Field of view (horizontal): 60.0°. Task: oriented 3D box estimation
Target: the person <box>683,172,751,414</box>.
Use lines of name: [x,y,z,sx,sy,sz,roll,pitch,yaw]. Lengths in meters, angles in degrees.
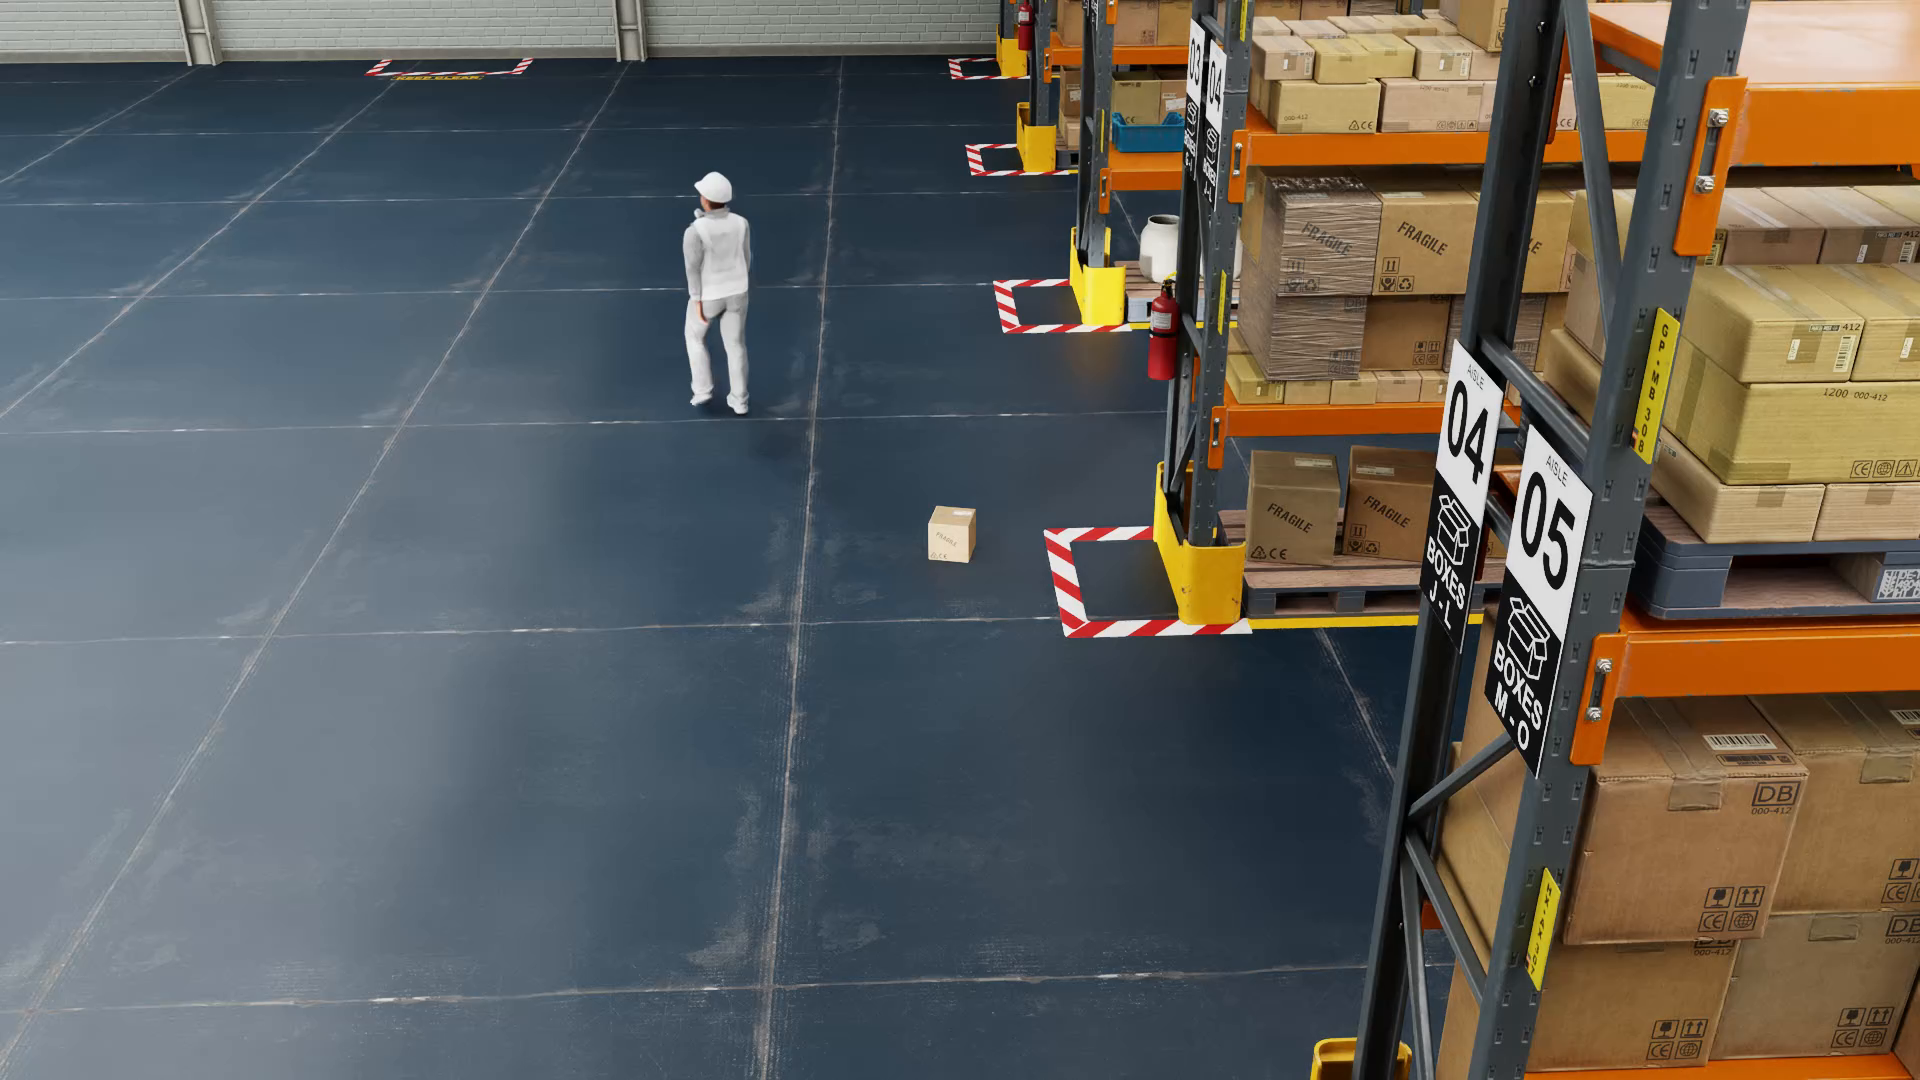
person: [-1.755,-1.762,12.032,0.538,1.843,0.576,-15,31,-26]
